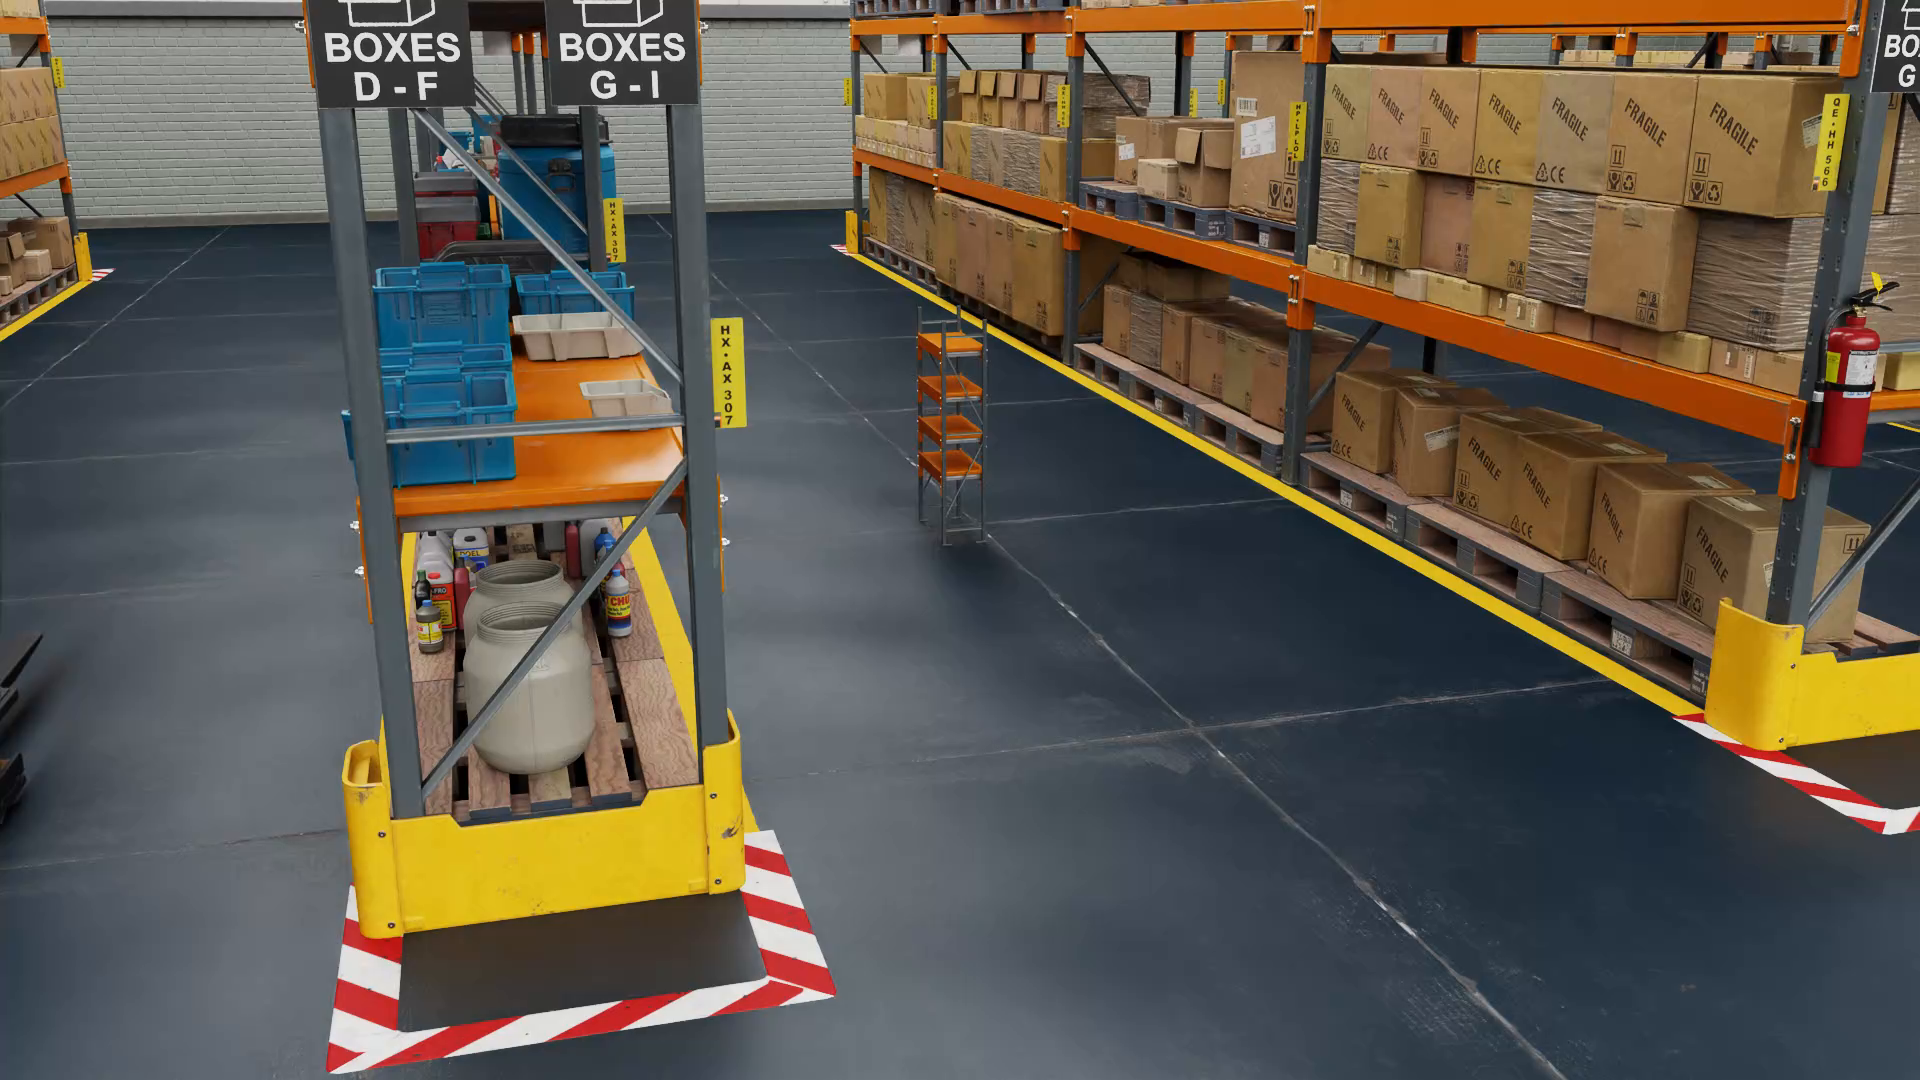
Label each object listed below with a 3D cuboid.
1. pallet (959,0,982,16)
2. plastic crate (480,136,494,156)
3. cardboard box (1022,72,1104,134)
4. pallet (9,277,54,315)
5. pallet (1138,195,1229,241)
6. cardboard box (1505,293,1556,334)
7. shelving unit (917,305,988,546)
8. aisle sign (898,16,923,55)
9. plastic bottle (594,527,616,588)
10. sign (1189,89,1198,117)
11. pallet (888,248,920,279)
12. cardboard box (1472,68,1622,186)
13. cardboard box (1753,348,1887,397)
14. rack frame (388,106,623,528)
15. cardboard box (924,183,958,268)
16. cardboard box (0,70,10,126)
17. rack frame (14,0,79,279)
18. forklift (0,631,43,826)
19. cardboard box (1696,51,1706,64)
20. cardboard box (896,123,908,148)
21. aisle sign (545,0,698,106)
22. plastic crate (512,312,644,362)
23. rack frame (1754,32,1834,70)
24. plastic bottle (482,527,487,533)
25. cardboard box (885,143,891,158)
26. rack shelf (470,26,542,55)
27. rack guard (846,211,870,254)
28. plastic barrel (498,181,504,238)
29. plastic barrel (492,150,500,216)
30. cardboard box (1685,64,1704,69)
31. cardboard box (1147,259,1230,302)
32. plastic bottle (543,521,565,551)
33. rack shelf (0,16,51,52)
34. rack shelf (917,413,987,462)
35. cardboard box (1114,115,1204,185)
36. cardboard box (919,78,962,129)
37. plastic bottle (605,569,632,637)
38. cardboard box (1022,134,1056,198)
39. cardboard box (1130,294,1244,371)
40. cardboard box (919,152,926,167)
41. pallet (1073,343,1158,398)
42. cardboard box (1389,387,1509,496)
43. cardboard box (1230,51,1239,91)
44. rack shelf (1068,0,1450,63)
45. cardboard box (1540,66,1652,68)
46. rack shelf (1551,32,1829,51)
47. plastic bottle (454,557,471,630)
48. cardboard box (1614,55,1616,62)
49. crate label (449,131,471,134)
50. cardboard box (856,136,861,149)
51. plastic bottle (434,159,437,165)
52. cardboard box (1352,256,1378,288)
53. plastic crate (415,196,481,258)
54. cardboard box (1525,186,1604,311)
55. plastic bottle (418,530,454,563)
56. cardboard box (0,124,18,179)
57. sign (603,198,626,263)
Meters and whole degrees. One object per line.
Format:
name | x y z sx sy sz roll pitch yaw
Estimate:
pallet | 0.551 -5.121 15.904 0.805 0.209 1.217 -5 18 -17
plastic crate | -4.753 -4.043 17.299 0.437 0.282 0.530 -5 17 -15
cardboard box | 0.989 -3.831 14.576 0.797 0.503 0.637 -4 17 -14
pallet | -9.801 -2.436 16.695 1.003 0.211 1.213 -5 17 -15
pallet | 1.934 -2.283 11.672 1.003 0.211 1.213 -5 17 -15
cardboard box | 2.759 -1.055 7.687 0.380 0.149 0.250 -5 17 -15
shelving unit | -0.045 -0.620 8.932 0.258 1.200 0.503 -5 17 -15
aisle sign | -0.579 -6.421 20.594 0.394 0.787 0.004 -5 17 -15
plastic bottle | -1.589 0.077 7.461 0.097 0.271 0.097 0 17 0
sign | 1.870 -3.481 13.452 0.100 0.325 0.005 -5 17 -15
pallet | -0.221 -3.245 19.387 1.003 0.211 1.213 -5 17 -15
cardboard box | 2.753 -1.923 7.712 0.500 0.500 0.500 -5 17 -15
cardboard box | 3.273 -0.648 6.334 0.380 0.149 0.250 -5 17 -15
rack frame | -2.312 -1.421 8.469 1.000 3.000 0.127 -5 17 -15
cardboard box | 0.147 -3.398 18.014 0.875 0.875 0.875 -5 17 -15
cardboard box | -9.416 -4.208 15.834 0.500 0.500 0.500 -5 17 -17
rack frame | -10.374 -4.350 18.219 1.000 3.000 0.127 -5 17 -15
forklift | -3.788 -0.365 5.074 1.130 2.935 3.031 -4 17 -13
cardboard box | 9.275 -5.926 20.428 0.380 0.149 0.250 -5 17 -16
cardboard box | -0.407 -4.482 18.402 0.500 0.250 0.500 -4 17 -14
aisle sign | -0.911 -1.563 4.422 0.394 0.787 0.004 -5 17 -15
plastic crate | -1.622 -0.866 7.078 0.530 0.136 0.437 -5 17 -15
rack frame | 9.780 -4.809 19.748 1.000 3.000 0.127 -5 17 -15
plastic bottle | -2.351 -0.118 7.972 0.144 0.351 0.185 -5 17 -15
cardboard box | -0.644 -4.462 19.029 0.380 0.149 0.250 -5 17 -17
rack shelf | -3.961 -4.173 13.666 1.077 0.370 4.000 -5 17 -15
rack guard | -0.854 -3.941 21.205 1.175 0.500 0.348 -5 17 -15
plastic barrel | -2.364 -1.768 9.388 0.433 0.535 0.433 0 17 0
plastic barrel | -2.993 -2.488 11.785 0.600 0.536 0.708 -5 17 -15
cardboard box | 9.253 -5.585 20.421 0.500 0.500 0.500 -5 17 -16
cardboard box | 1.719 -1.963 12.550 0.500 0.250 0.500 -3 17 -9
plastic bottle | -1.941 -0.100 8.042 0.152 0.276 0.135 -5 17 -15
rack shelf | -9.824 -4.889 16.049 1.077 0.370 4.000 -5 17 -15
rack shelf | -0.045 -0.556 8.951 0.258 0.148 0.480 -5 17 -15
cardboard box | 1.538 -3.022 12.895 0.500 0.500 0.500 -7 18 -22
cardboard box | -0.132 -4.561 17.363 0.500 0.500 0.500 -4 17 -14
plastic bottle | -1.412 0.255 6.866 0.097 0.271 0.097 0 17 0
cardboard box | 0.845 -3.222 14.292 0.500 0.500 0.500 -5 17 -16
cardboard box | 1.719 -1.597 12.633 0.700 0.500 0.500 -6 18 -20
cardboard box | -0.218 -4.035 17.608 0.380 0.149 0.250 -4 17 -14
pallet | 1.564 -1.367 13.137 1.003 0.211 1.213 -5 17 -15
cardboard box | 2.686 -0.545 9.168 0.500 0.500 0.500 1 17 2
cardboard box | 3.817 -6.020 21.351 0.500 0.500 0.500 -5 17 -16
rack shelf | 1.900 -3.458 11.286 1.077 0.370 4.000 -5 17 -15
cardboard box | 3.113 -2.103 8.309 0.500 0.500 0.500 -5 17 -15
rack shelf | 9.230 -6.454 21.261 1.077 0.370 4.000 -5 17 -15
plastic bottle | -2.080 0.222 6.957 0.061 0.283 0.133 -5 17 -15
cardboard box | 8.826 -6.345 21.822 0.380 0.149 0.250 -5 17 -15
crate label | -5.859 -4.595 19.221 0.416 0.233 0.303 -5 17 -15
cardboard box | -1.067 -4.887 20.445 0.380 0.149 0.250 -4 17 -15
plastic bottle | -4.576 -3.197 14.585 0.061 0.283 0.133 -5 17 -15
cardboard box | 2.371 -1.472 9.075 0.380 0.149 0.250 -5 17 -15
plastic crate | -2.739 -1.562 8.825 0.402 0.464 0.583 -5 17 -15
cardboard box | 3.076 -1.321 7.446 0.875 0.500 0.500 -5 17 -15
plastic bottle | -2.321 0.063 7.369 0.144 0.351 0.185 -5 17 -16
cardboard box | -9.432 -3.734 15.994 0.500 0.500 0.500 -5 17 -16
sign | -1.780 -1.594 8.564 0.100 0.325 0.005 -5 17 -15
